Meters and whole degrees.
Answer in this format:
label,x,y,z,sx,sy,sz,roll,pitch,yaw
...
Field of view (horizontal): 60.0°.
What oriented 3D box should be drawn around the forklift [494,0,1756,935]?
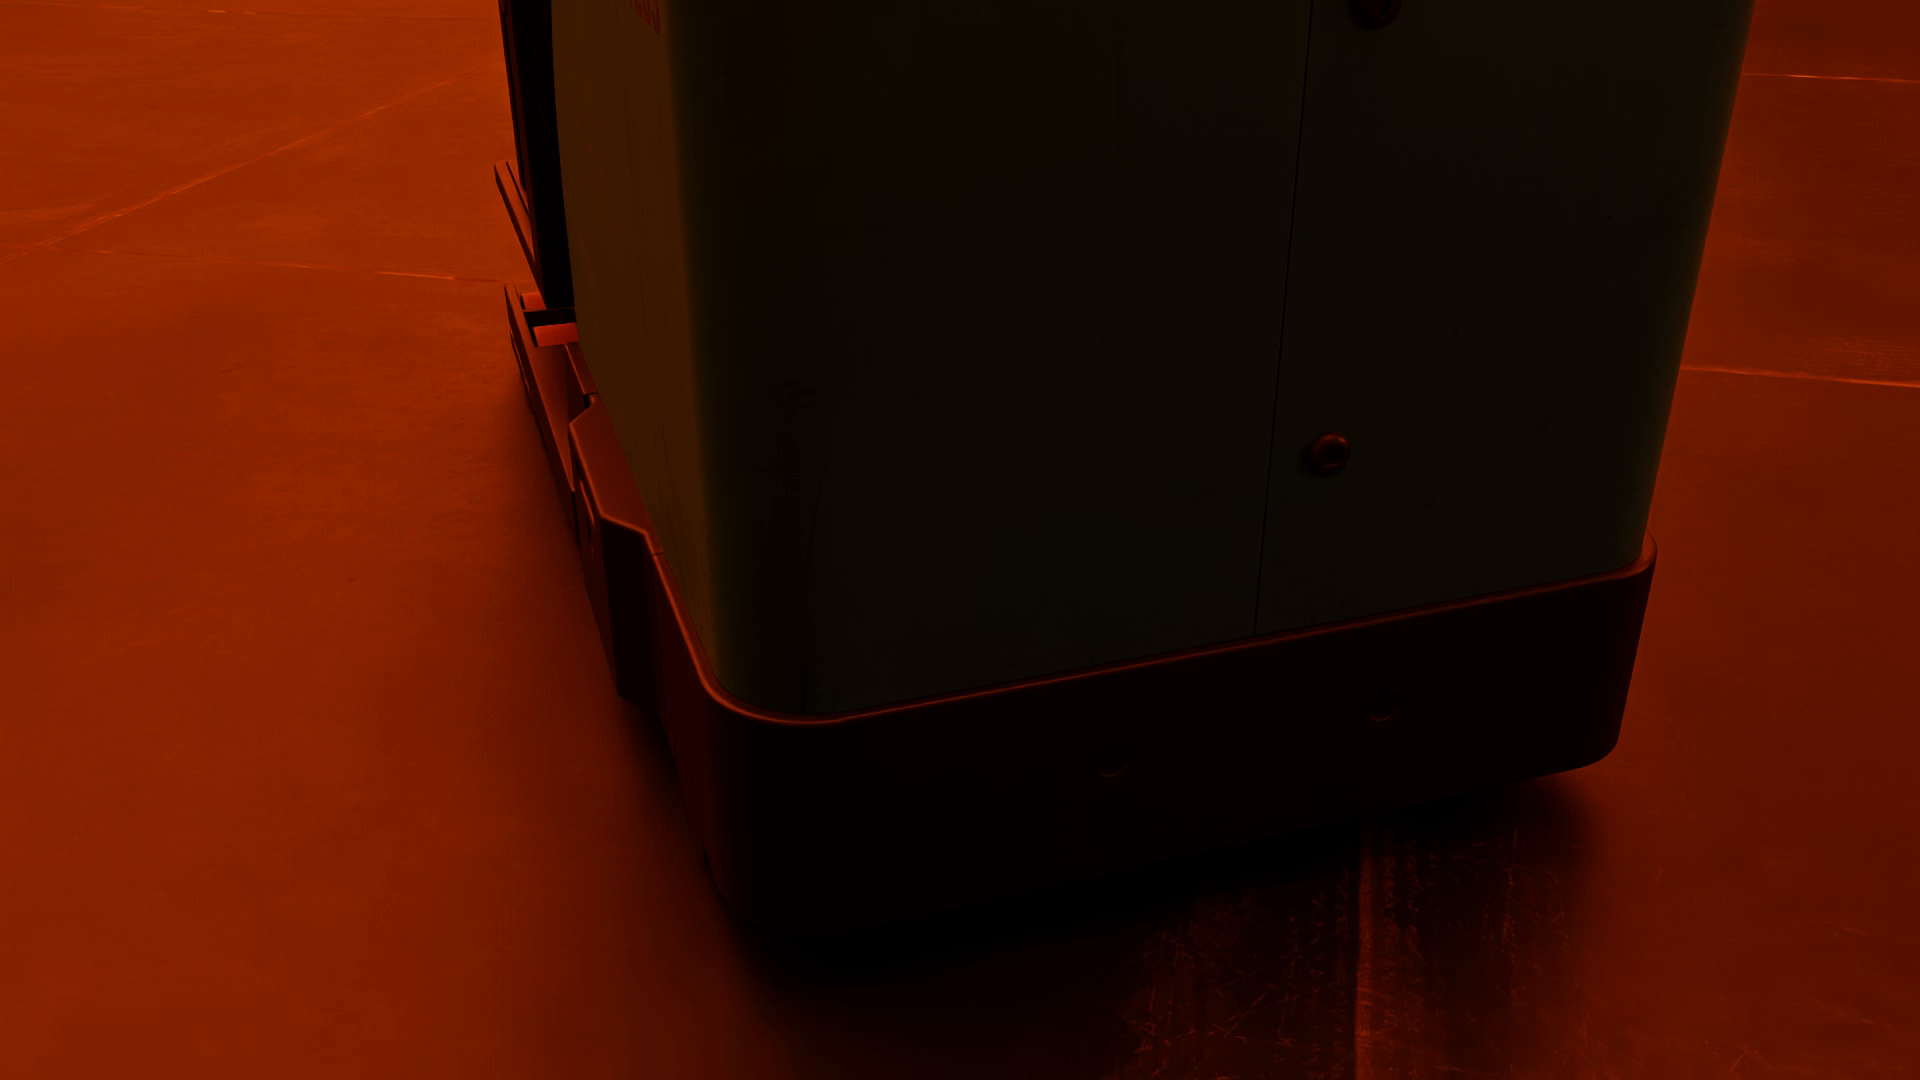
label,x,y,z,sx,sy,sz,roll,pitch,yaw
forklift,-0.204,-1.575,2.368,1.130,2.935,3.031,-9,28,-17
